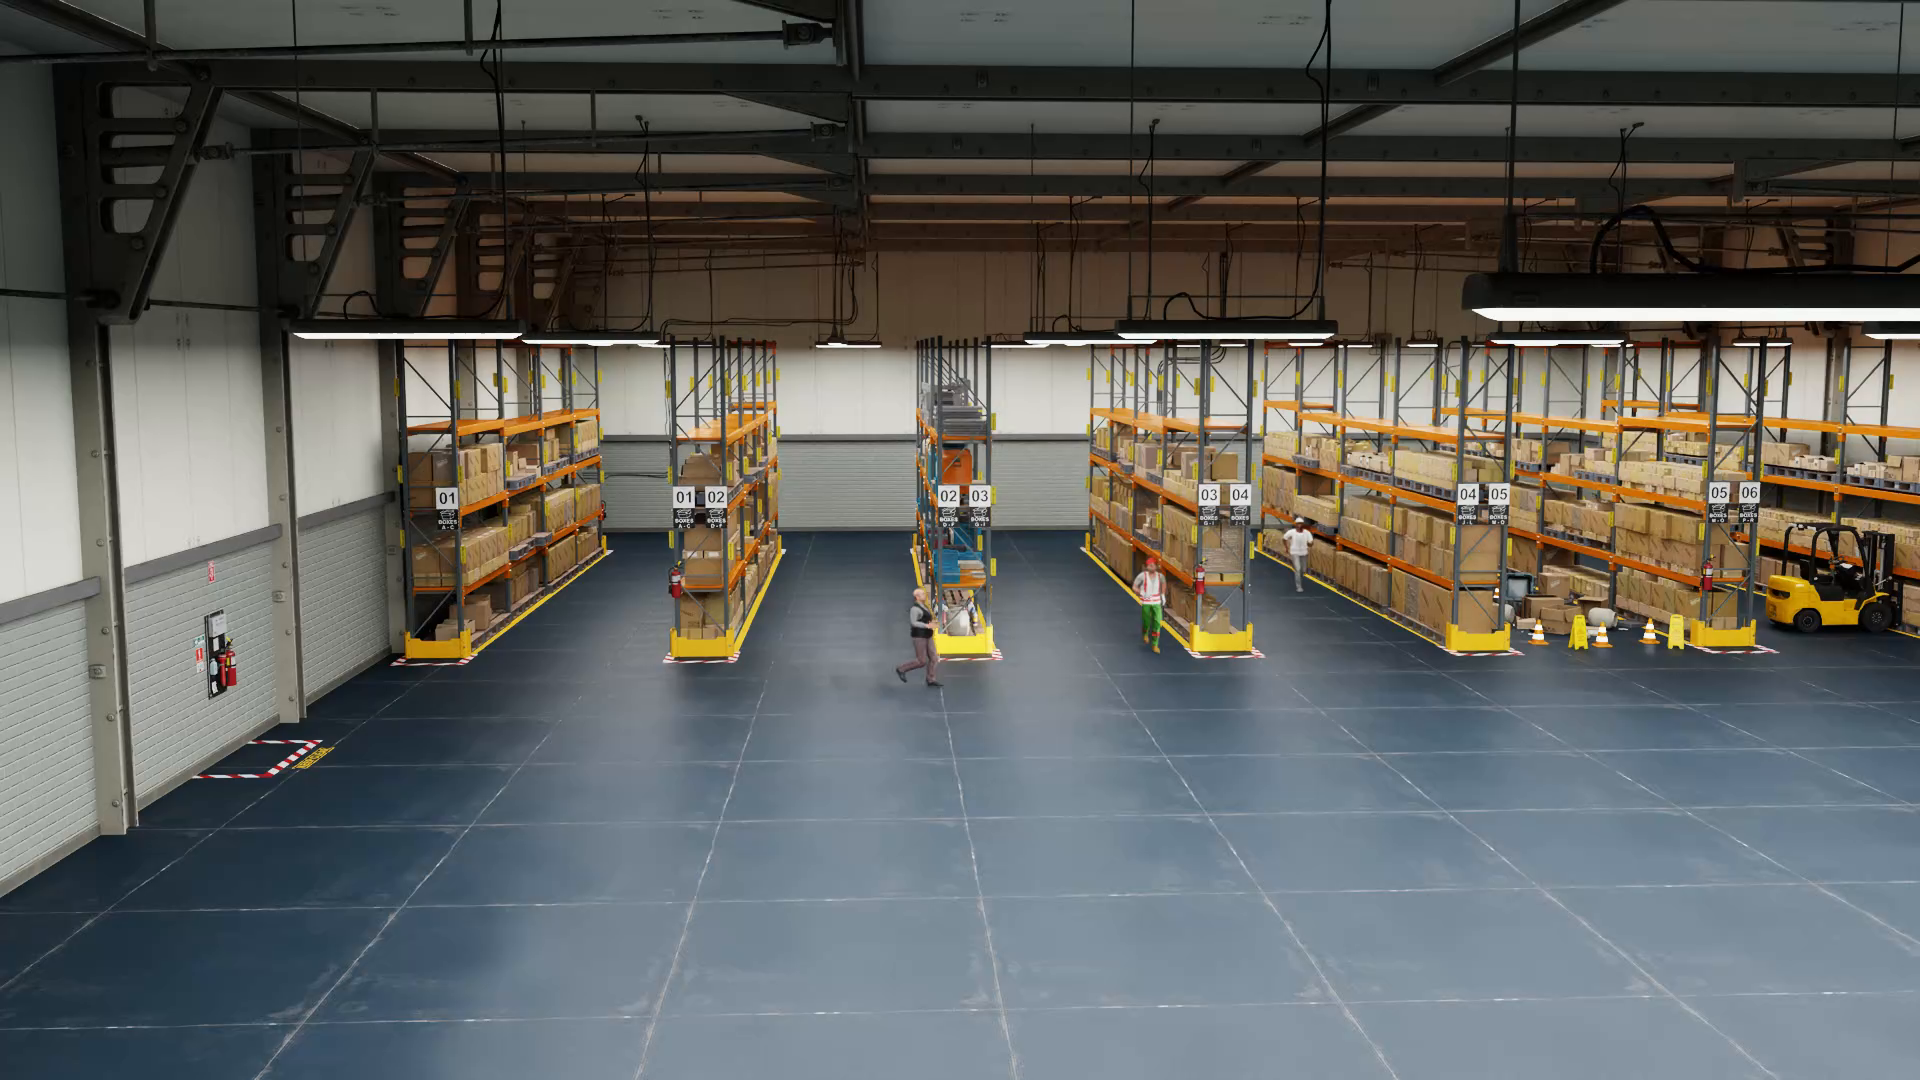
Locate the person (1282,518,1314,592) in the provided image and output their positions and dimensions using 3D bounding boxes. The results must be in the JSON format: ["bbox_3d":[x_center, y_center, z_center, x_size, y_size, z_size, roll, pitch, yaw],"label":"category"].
[{"bbox_3d":[8.095,0.339,39.734,0.714,1.745,0.932,-1,7,-5],"label":"person"}]

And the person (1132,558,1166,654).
[{"bbox_3d":[3.649,1.225,31.902,0.694,1.783,0.915,-1,7,-6],"label":"person"}]

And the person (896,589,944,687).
[{"bbox_3d":[-0.674,1.669,28.346,0.825,1.691,0.673,2,7,18],"label":"person"}]

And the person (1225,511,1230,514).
[{"bbox_3d":[7.796,-0.601,48.750,0.779,1.575,0.639,-5,8,-37],"label":"person"}]
